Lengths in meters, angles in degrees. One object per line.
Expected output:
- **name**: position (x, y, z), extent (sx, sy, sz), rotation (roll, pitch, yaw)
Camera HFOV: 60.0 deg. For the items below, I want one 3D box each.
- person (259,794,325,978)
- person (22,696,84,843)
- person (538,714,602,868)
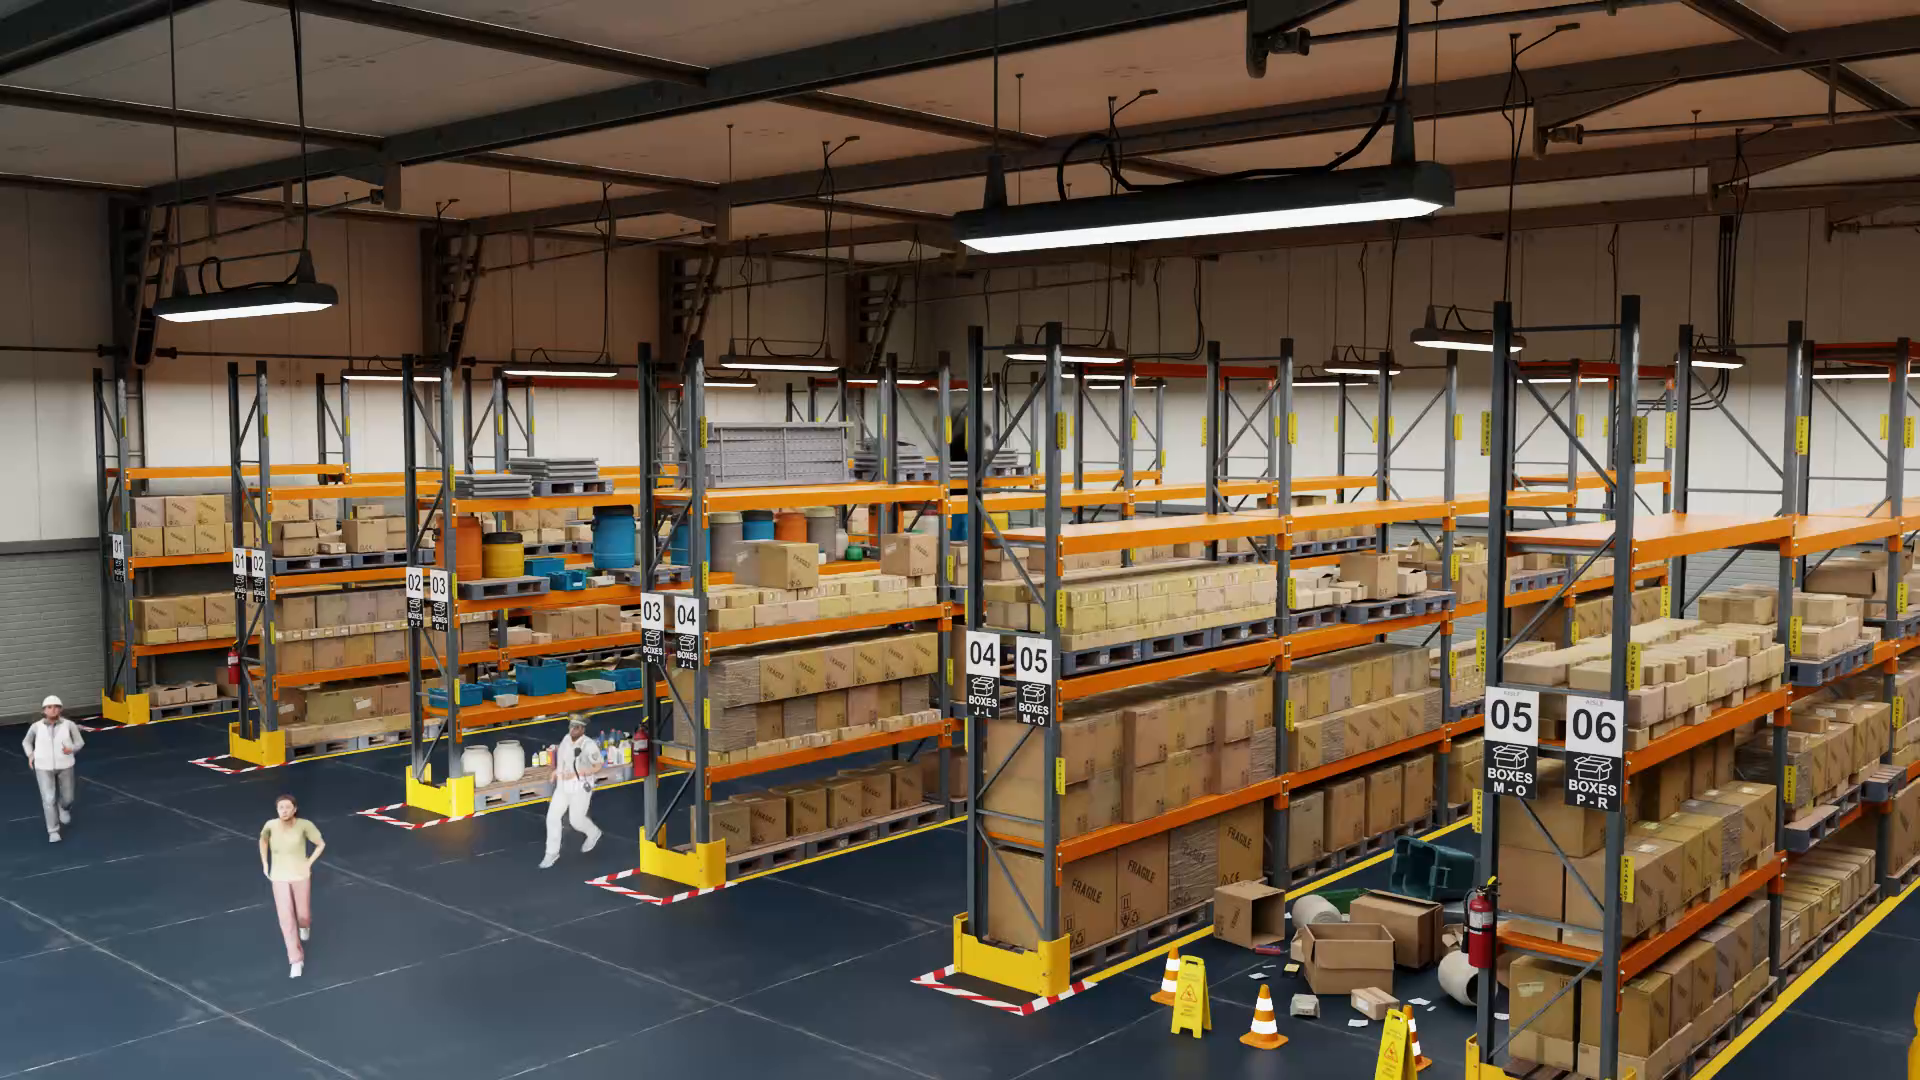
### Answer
- **person**: position (-6.308, 3.197, 15.705), extent (0.603, 1.655, 0.893), rotation (-1, 4, -12)
- **person**: position (-11.143, 2.789, 20.456), extent (0.669, 1.744, 0.860), rotation (-2, 5, -30)
- **person**: position (-4.433, 2.890, 19.325), extent (0.707, 1.804, 0.897), rotation (2, 5, 30)
